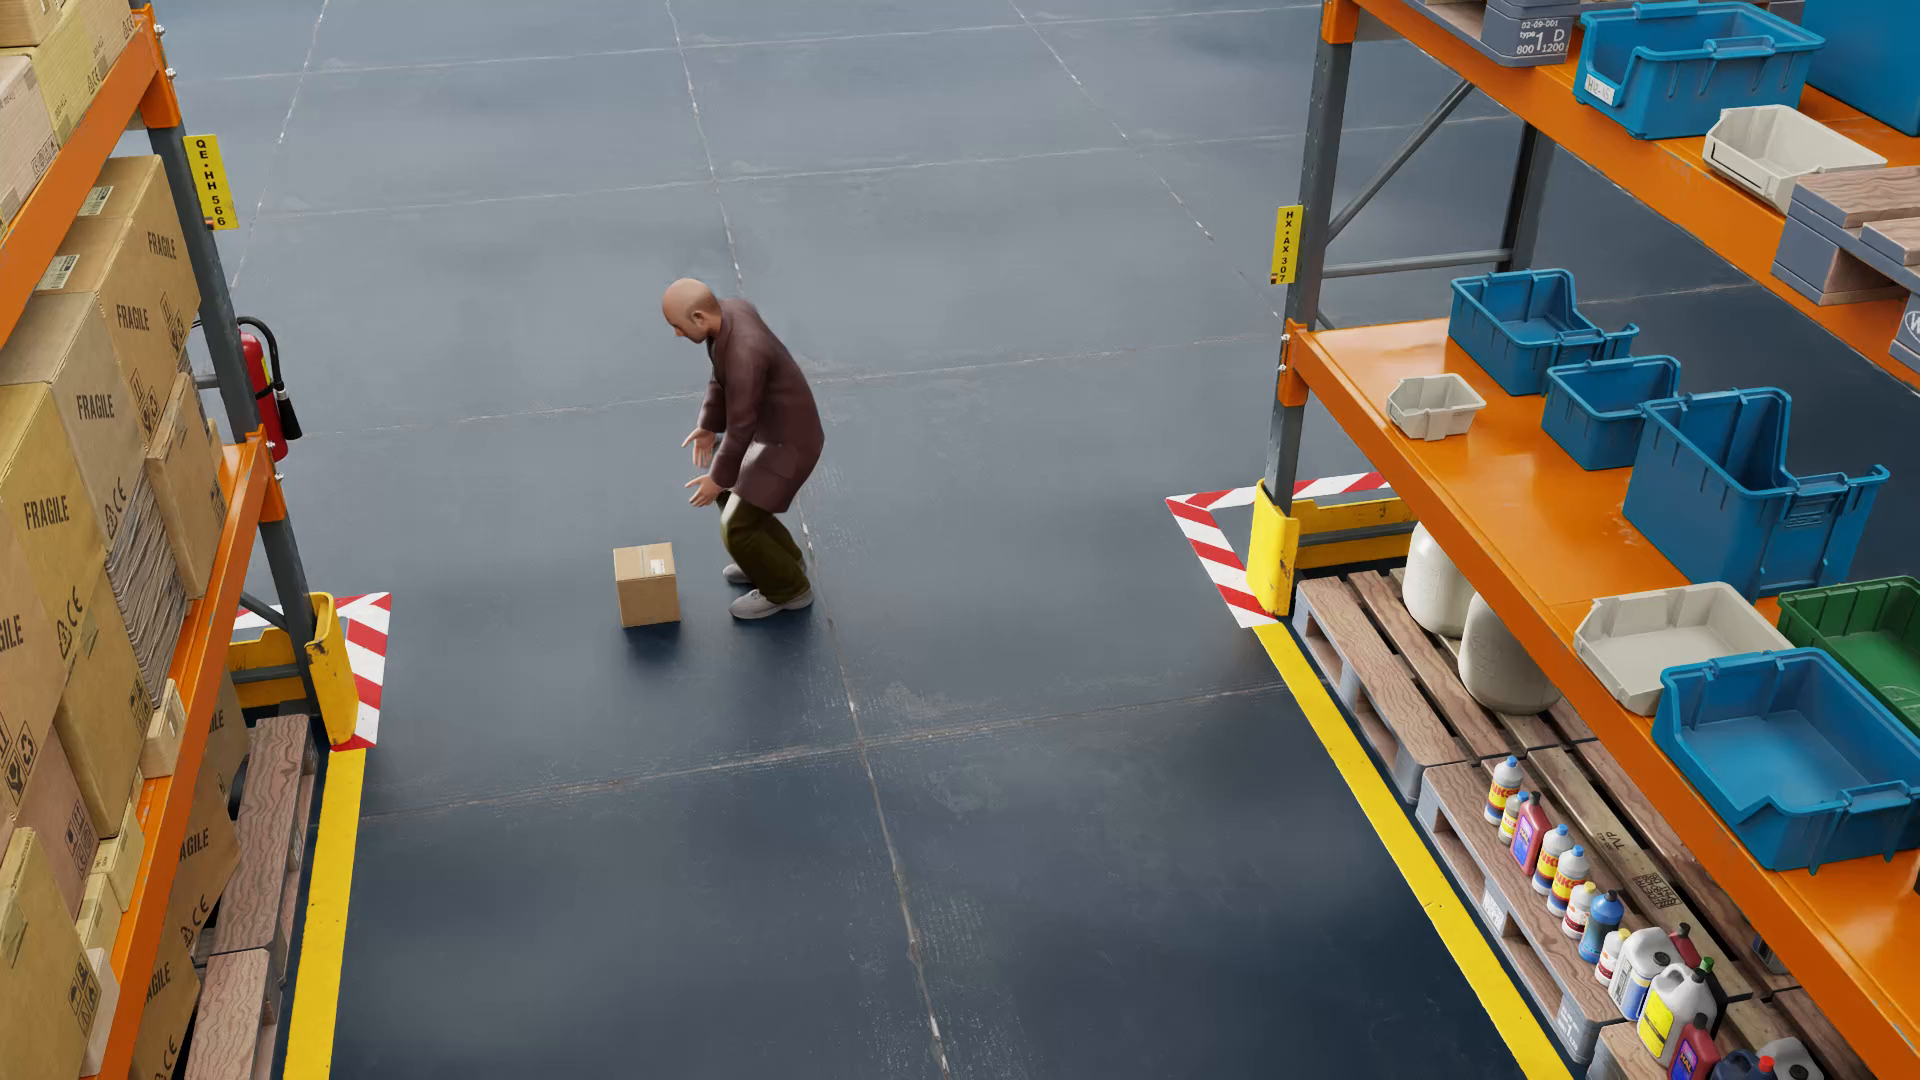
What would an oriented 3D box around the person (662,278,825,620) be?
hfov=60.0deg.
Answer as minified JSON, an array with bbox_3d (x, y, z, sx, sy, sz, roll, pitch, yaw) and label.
[{"bbox_3d":[-0.868,-0.387,6.940,0.613,1.552,0.626,-7,35,-10],"label":"person"}]
